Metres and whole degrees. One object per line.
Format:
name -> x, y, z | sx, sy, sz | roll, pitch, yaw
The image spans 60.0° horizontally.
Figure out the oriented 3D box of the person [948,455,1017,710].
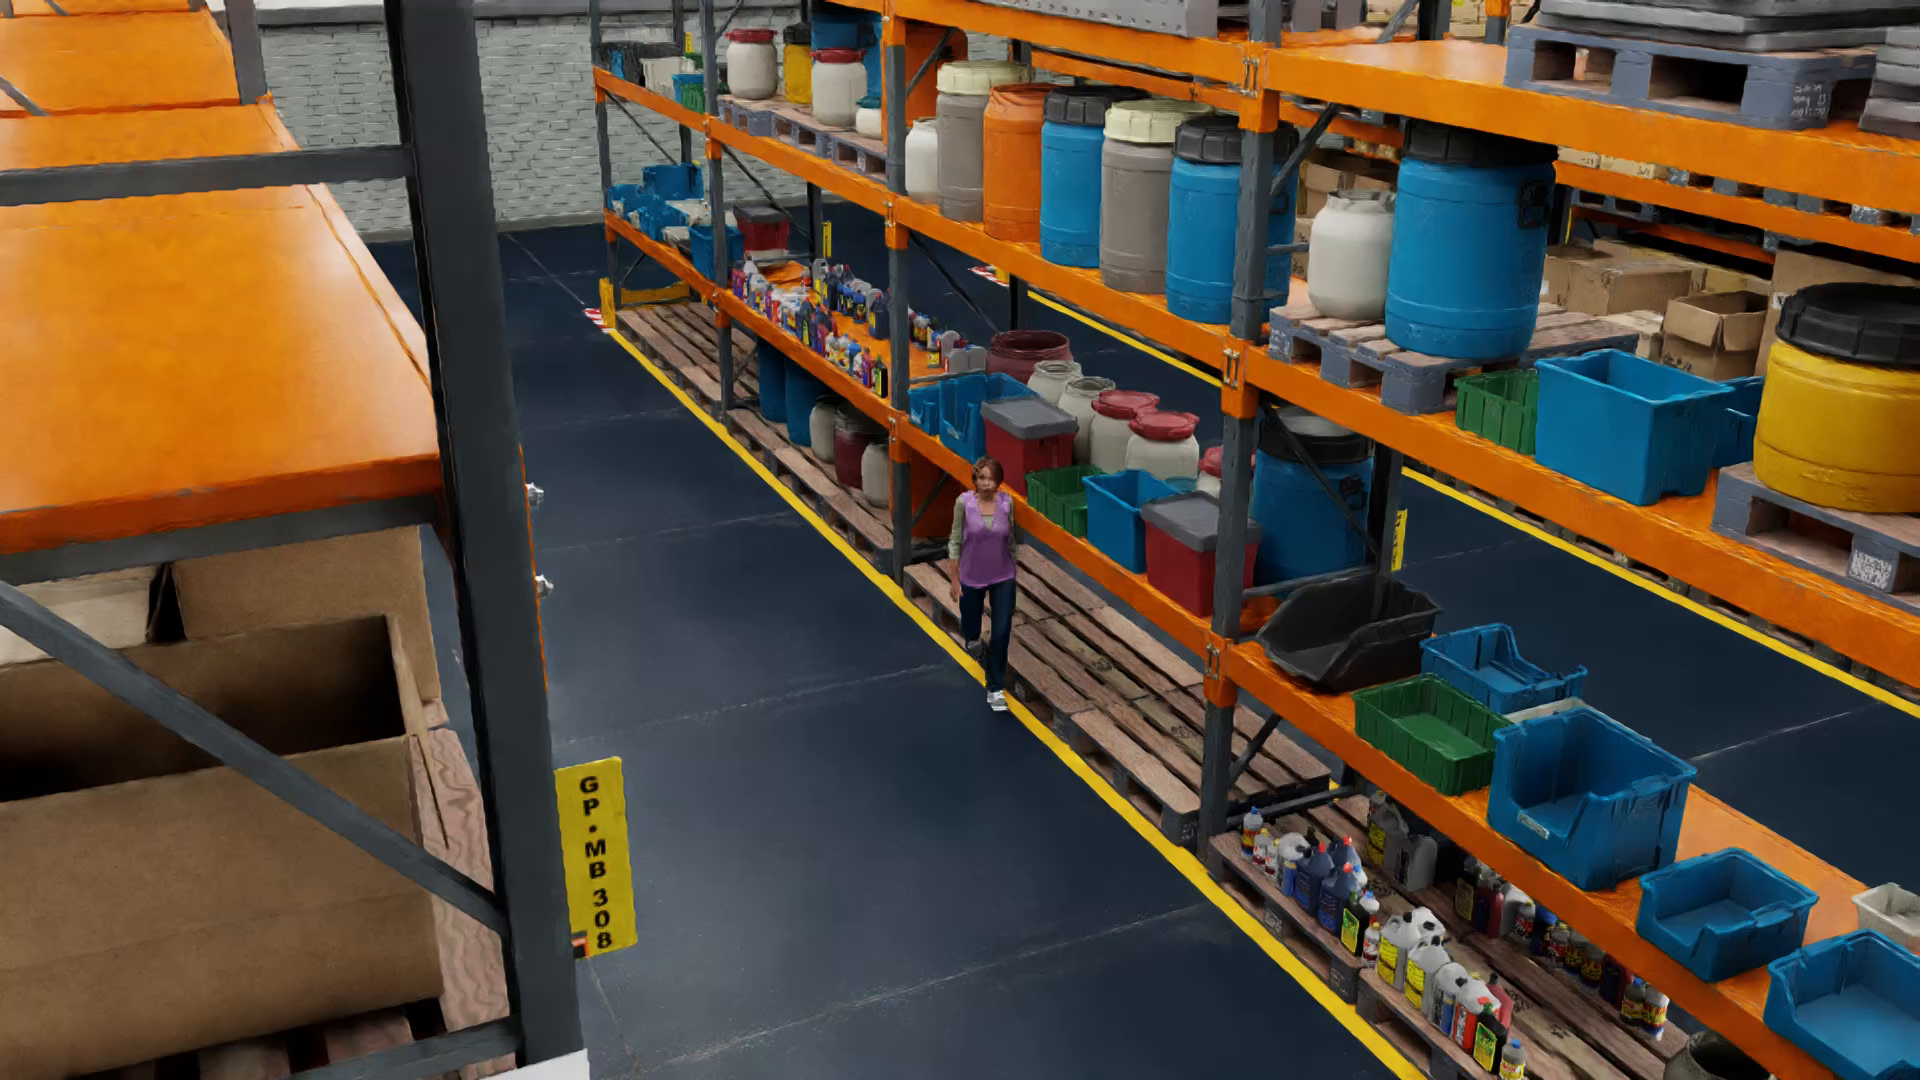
person -> 0.135, 0.202, 10.146 | 0.424, 1.558, 0.801 | -2, 22, -5
